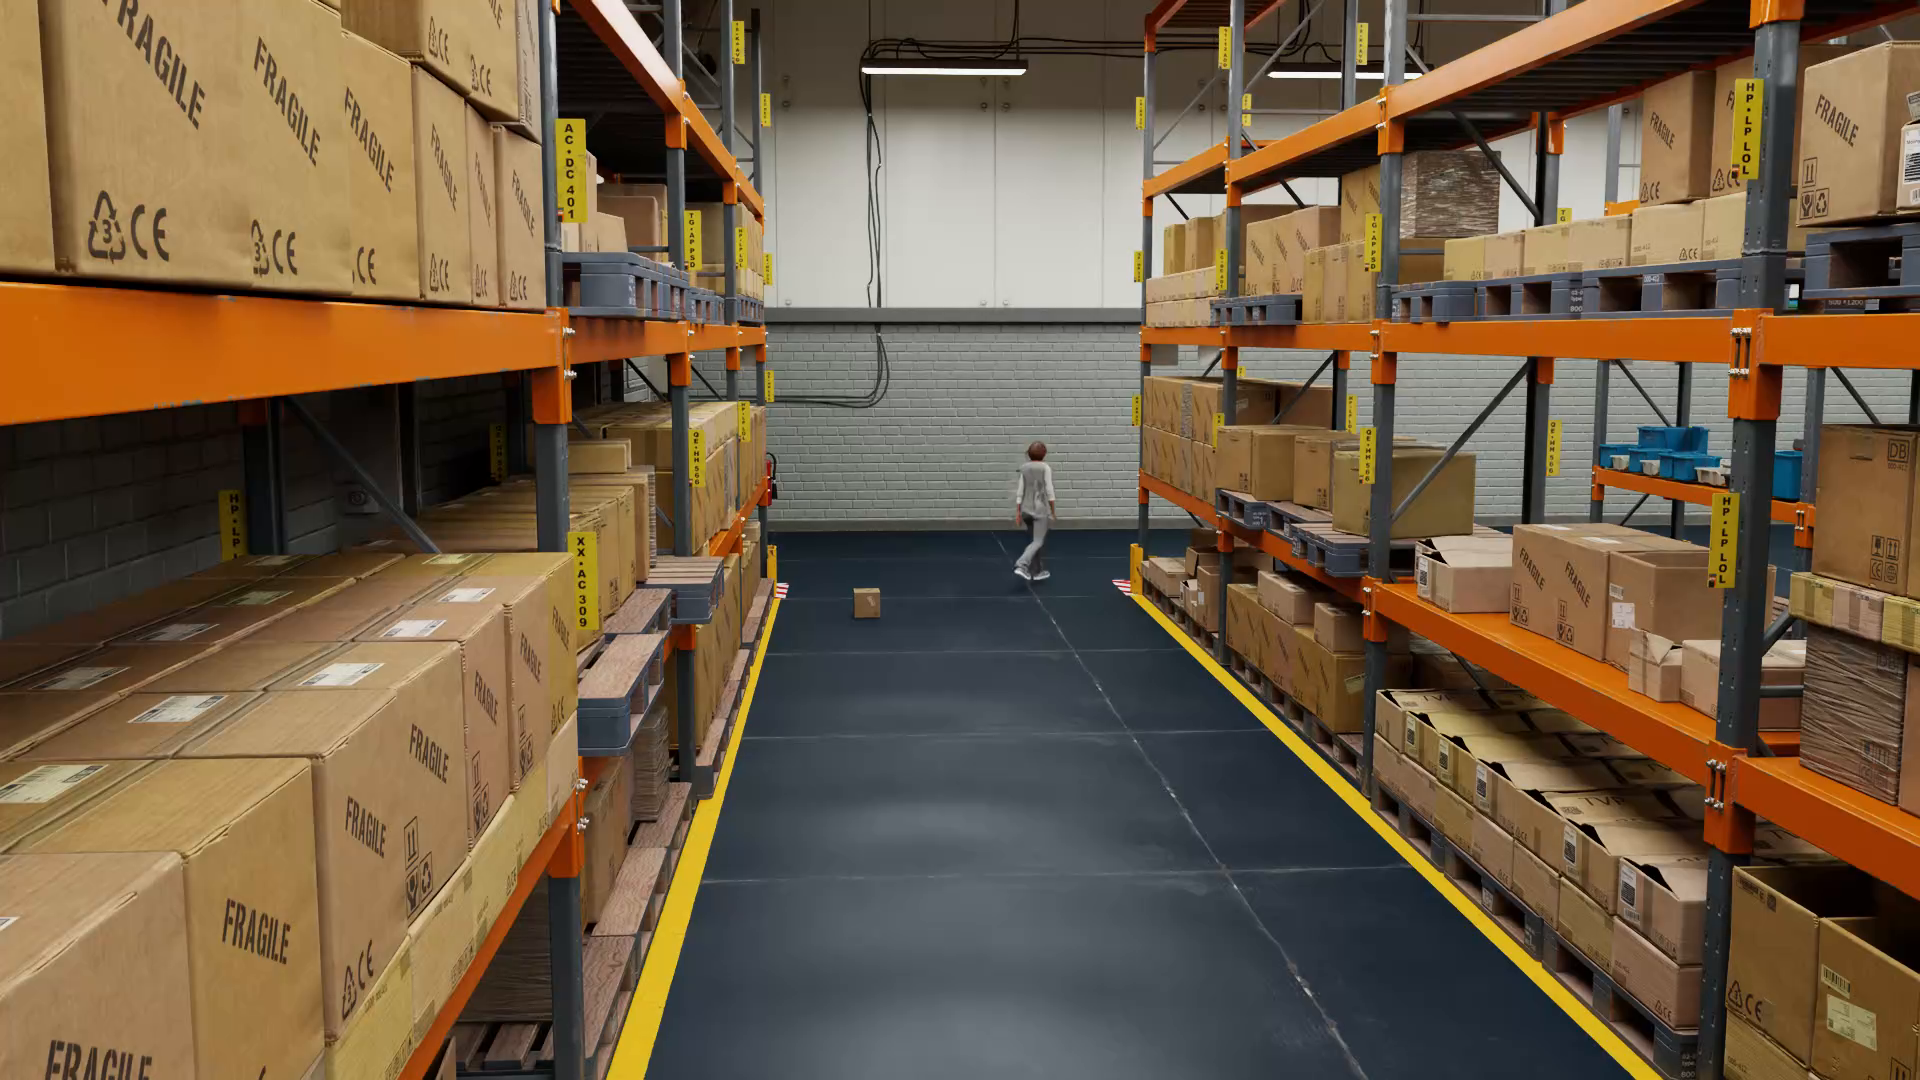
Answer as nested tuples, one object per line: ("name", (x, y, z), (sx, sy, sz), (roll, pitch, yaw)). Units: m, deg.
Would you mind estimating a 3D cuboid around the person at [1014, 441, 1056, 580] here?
("person", (0.814, -0.302, 18.170), (0.422, 1.552, 0.899), (5, 9, 37))
